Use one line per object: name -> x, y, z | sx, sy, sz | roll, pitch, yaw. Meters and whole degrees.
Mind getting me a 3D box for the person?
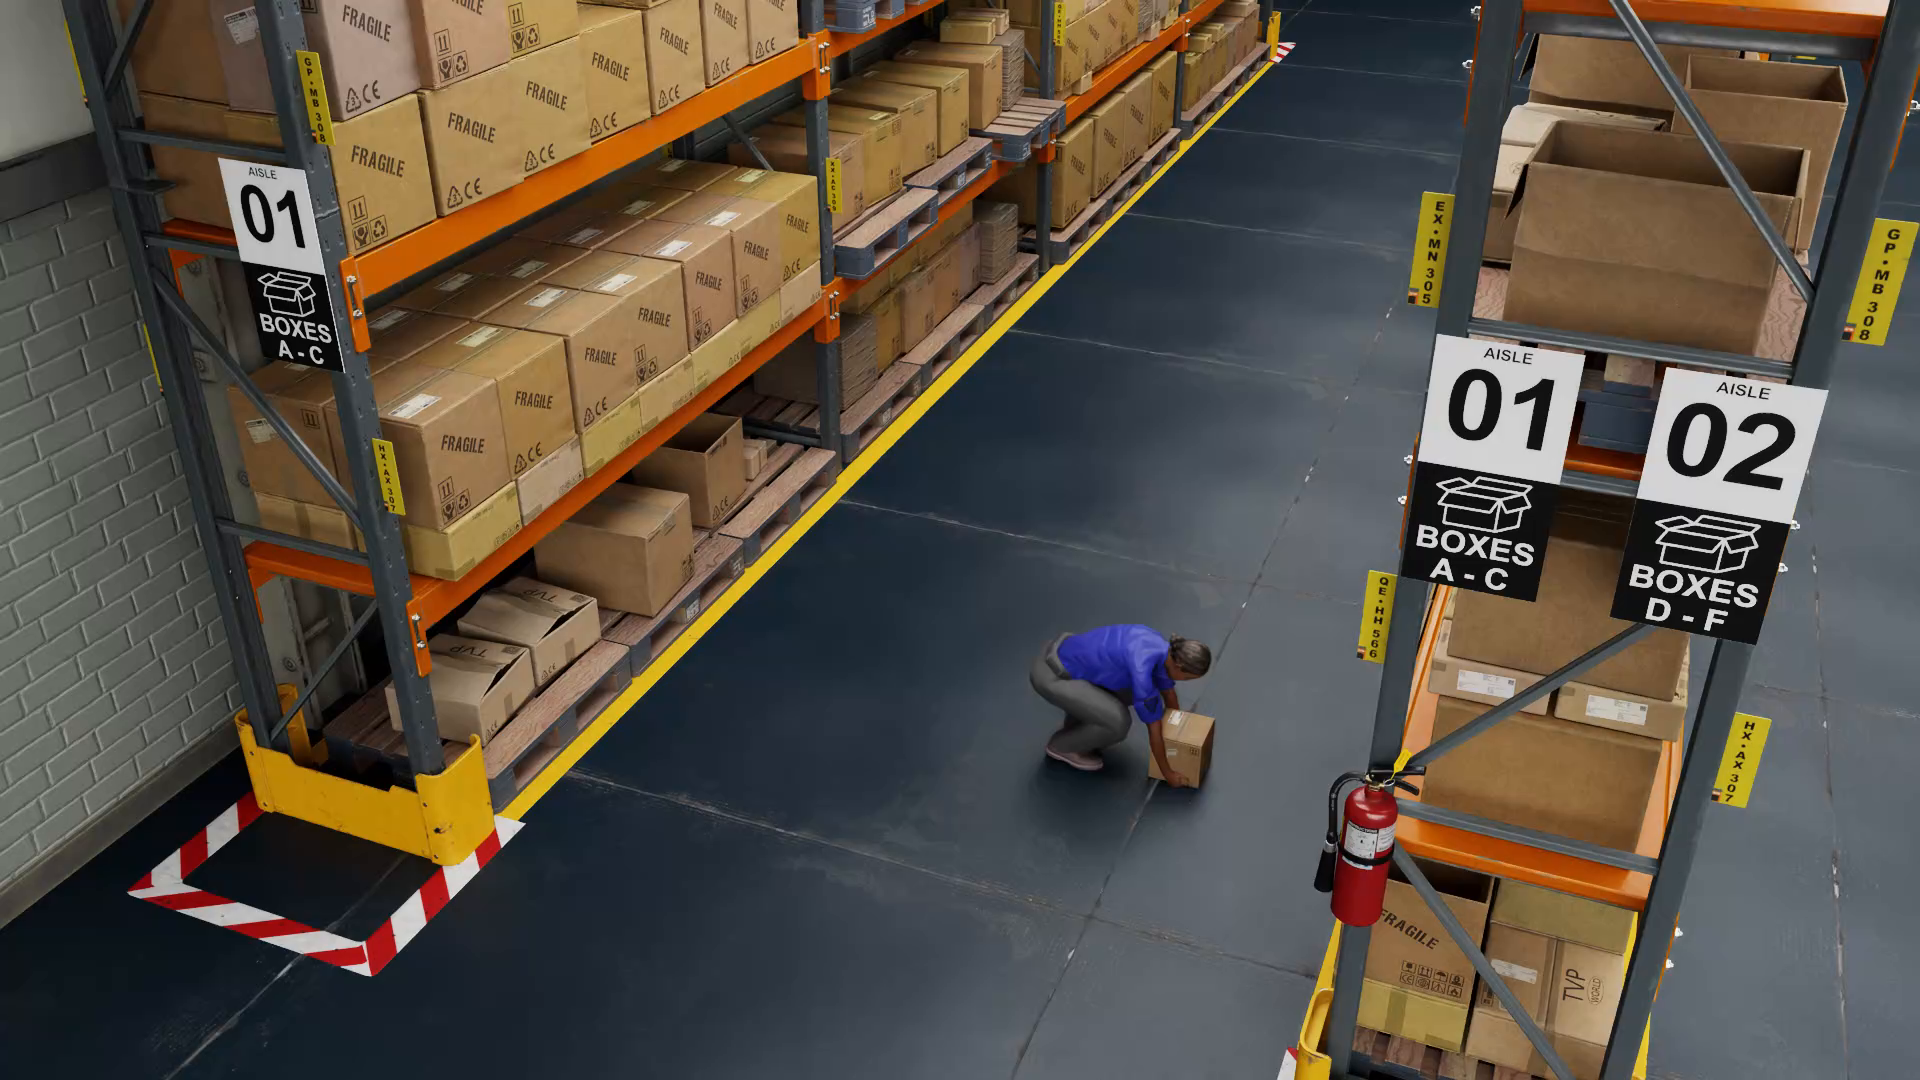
person -> 0.766, 0.745, 8.046 | 0.855, 0.746, 0.457 | 11, 31, 18
